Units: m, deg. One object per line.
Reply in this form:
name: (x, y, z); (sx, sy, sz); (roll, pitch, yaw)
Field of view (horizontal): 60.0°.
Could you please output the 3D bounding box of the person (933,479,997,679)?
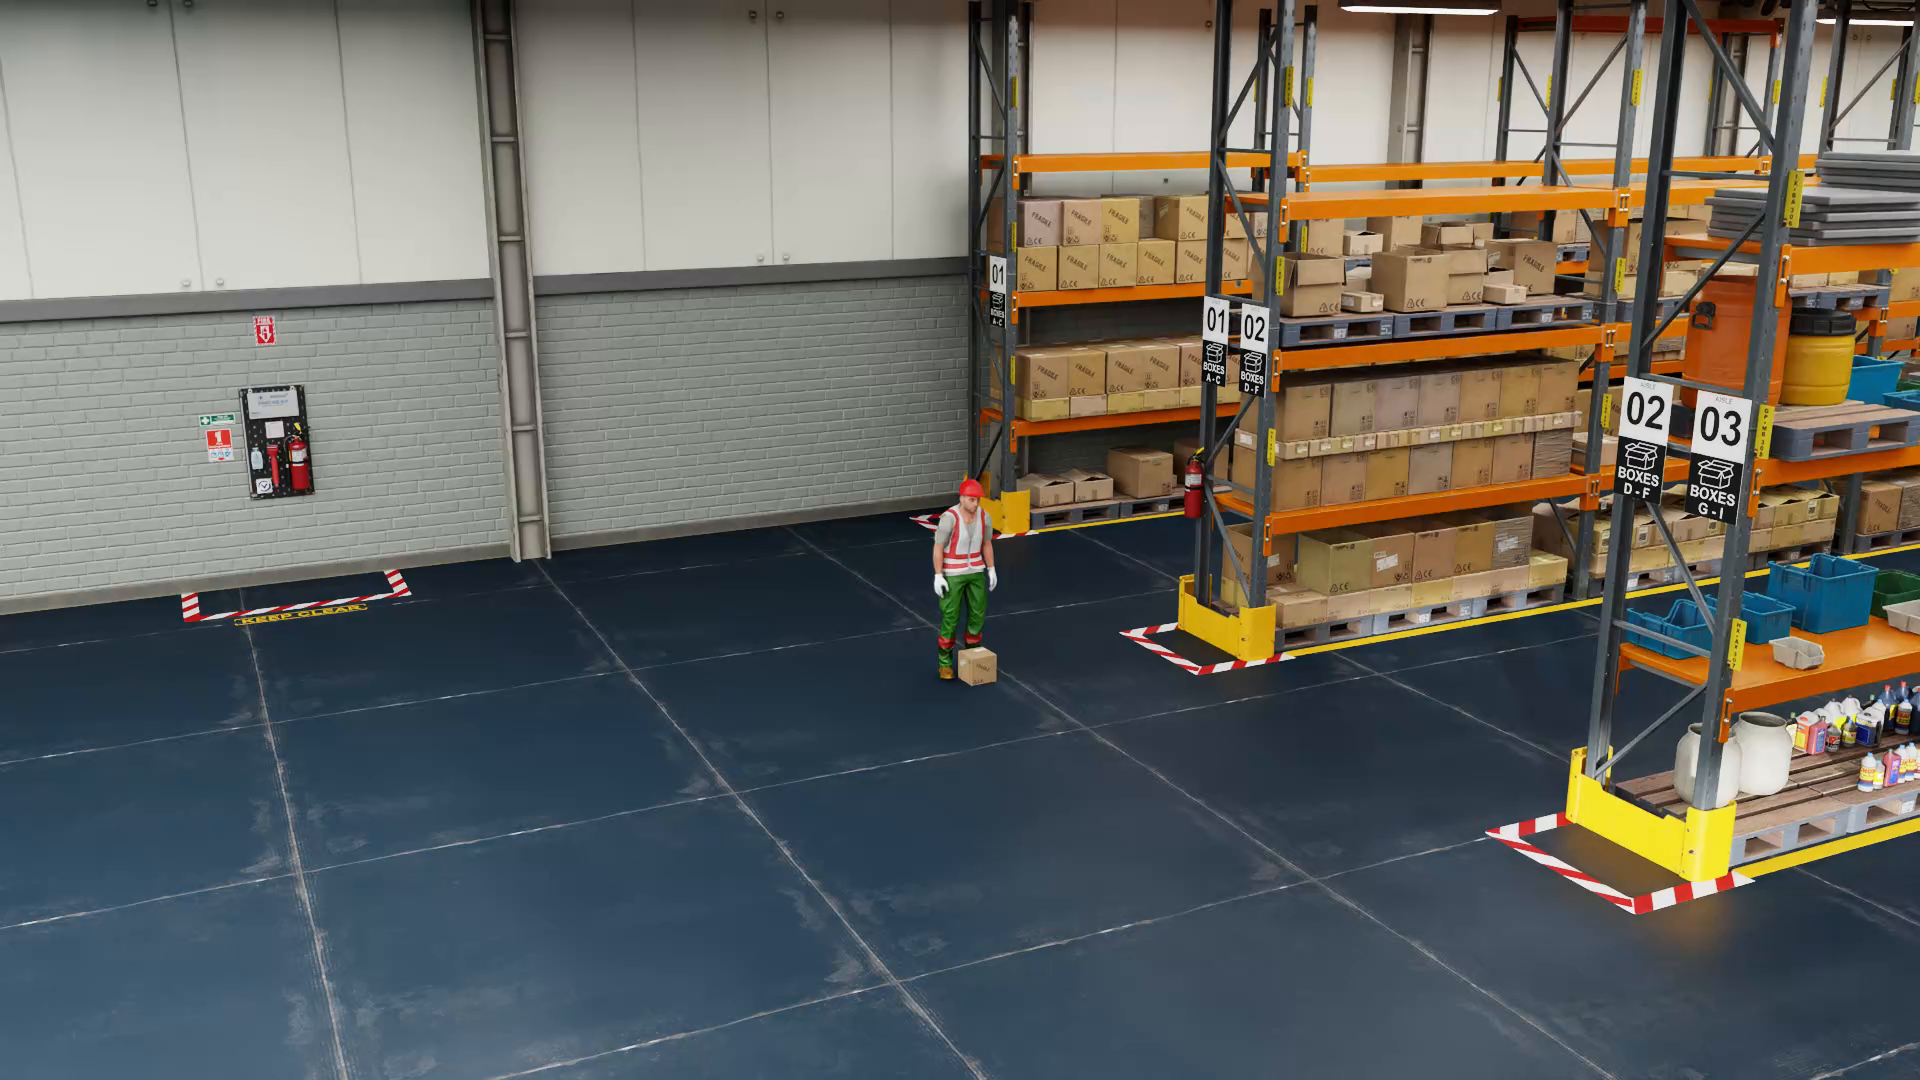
person: (0.046, 0.323, 14.625); (0.613, 1.779, 0.456); (-7, 17, -26)
